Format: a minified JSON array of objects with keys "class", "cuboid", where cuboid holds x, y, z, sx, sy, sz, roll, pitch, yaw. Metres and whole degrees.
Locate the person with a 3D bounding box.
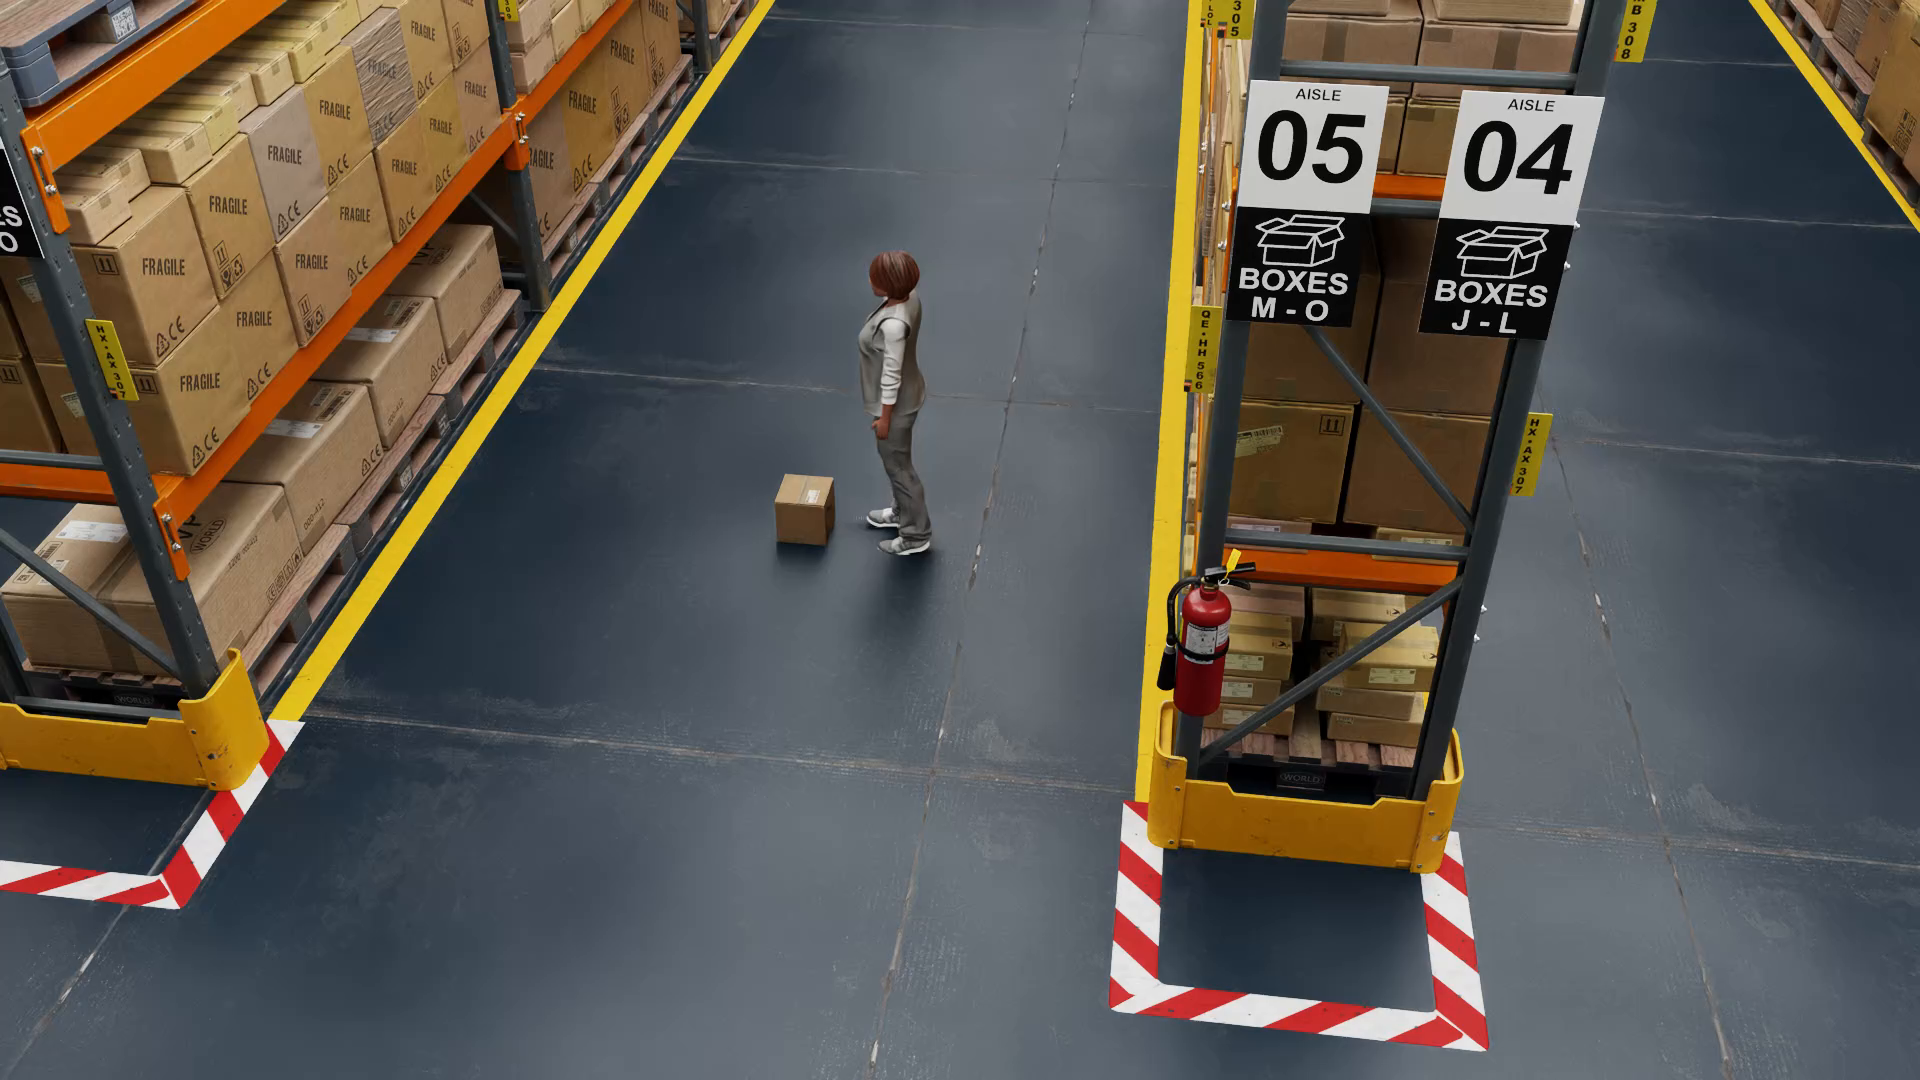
[{"class":"person","cuboid":[-0.311,-0.641,7.927,0.369,1.624,0.409,5,37,7]}]
